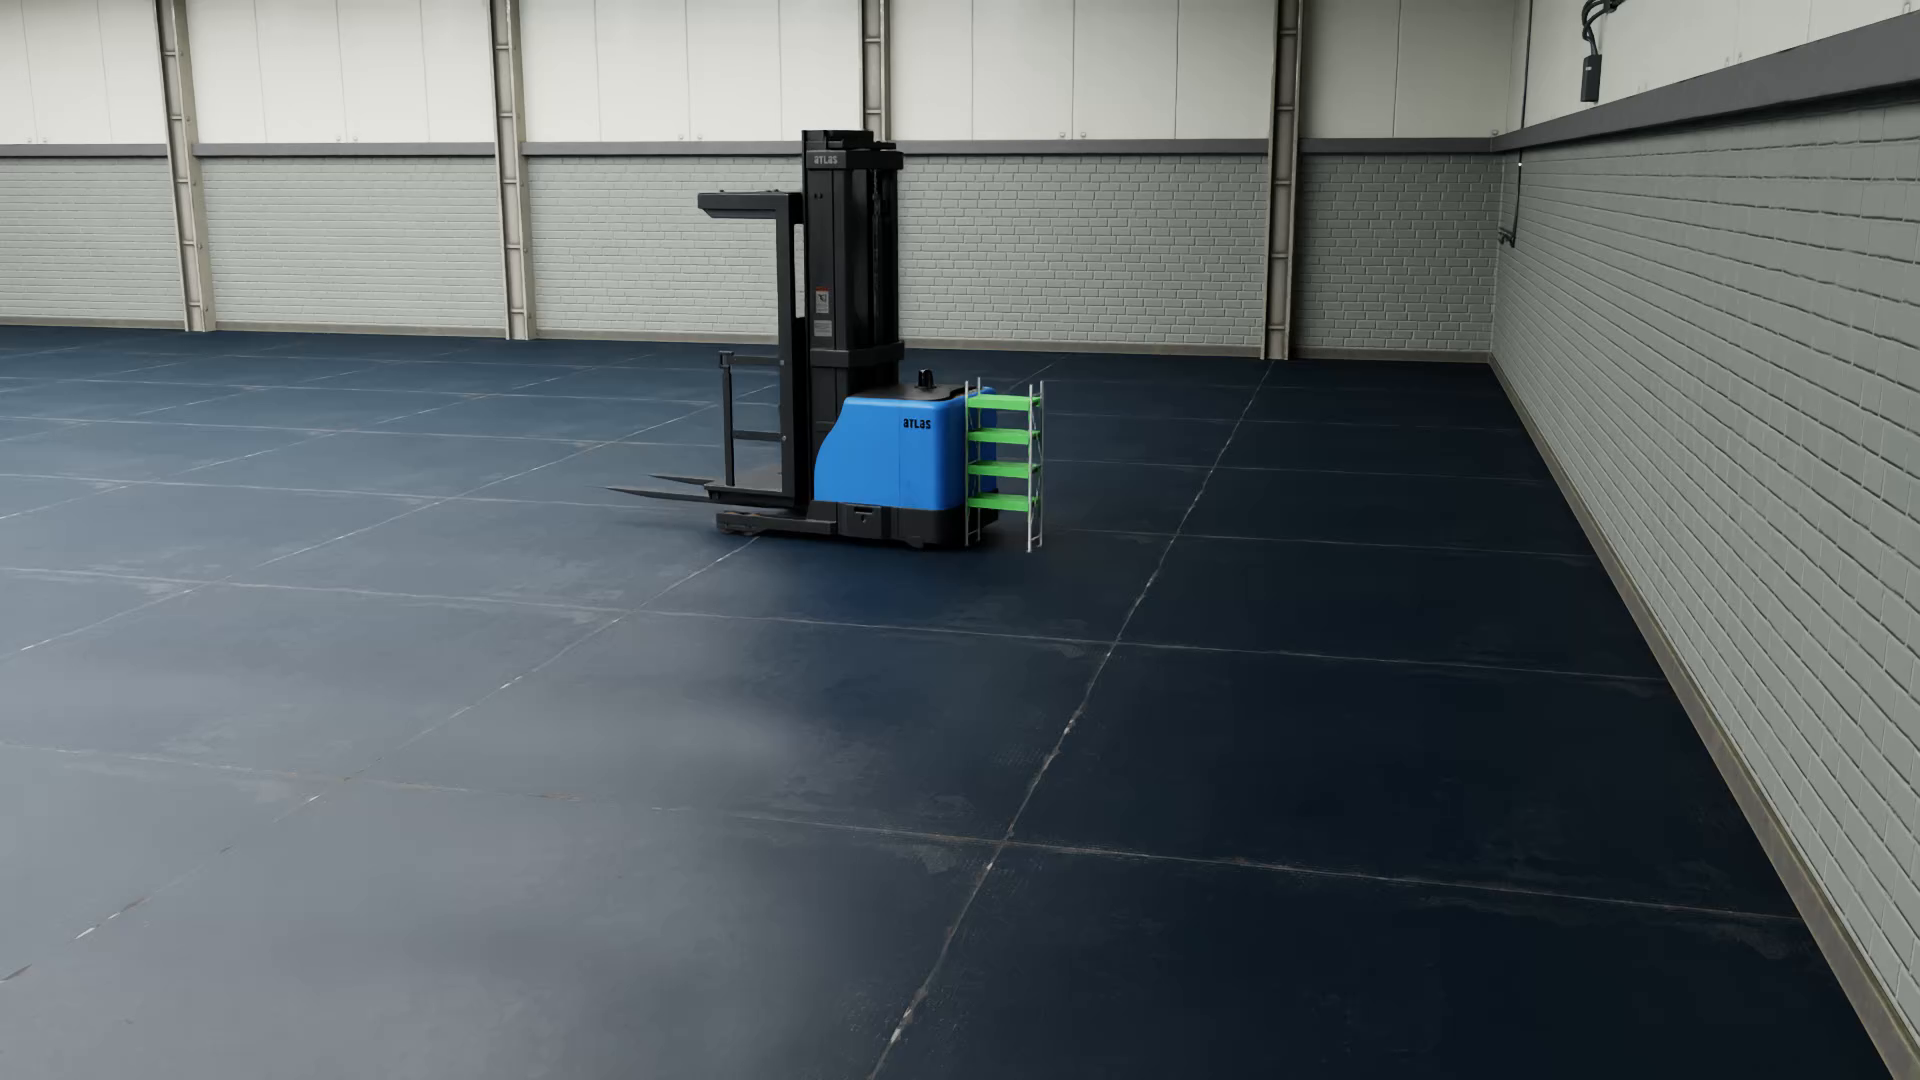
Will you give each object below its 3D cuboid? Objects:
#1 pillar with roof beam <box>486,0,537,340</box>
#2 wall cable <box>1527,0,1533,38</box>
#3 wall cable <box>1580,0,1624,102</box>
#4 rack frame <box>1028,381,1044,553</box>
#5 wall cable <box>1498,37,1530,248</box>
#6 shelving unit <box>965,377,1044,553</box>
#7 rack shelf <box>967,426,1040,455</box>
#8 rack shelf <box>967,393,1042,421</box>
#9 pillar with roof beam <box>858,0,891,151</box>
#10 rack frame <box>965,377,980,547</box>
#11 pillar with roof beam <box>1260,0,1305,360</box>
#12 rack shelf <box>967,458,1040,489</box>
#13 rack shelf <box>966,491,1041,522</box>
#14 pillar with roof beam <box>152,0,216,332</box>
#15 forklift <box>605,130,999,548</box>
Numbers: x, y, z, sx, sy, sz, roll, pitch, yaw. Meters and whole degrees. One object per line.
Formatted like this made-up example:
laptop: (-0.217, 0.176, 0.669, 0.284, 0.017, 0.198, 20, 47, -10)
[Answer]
pillar with roof beam: (-8.119, -6.741, 21.842, 0.400, 9.000, 9.100, 3, 13, 14)
wall cable: (6.458, -6.973, 18.398, 0.112, 2.526, 3.097, 3, 13, 14)
wall cable: (4.816, -6.257, 11.810, 0.169, 6.003, 2.305, 3, 13, 14)
rack frame: (0.540, -0.519, 11.801, 0.015, 1.200, 0.240, 5, 14, 23)
wall cable: (7.106, -5.077, 21.509, 0.112, 2.526, 3.097, 3, 13, 14)
shelving unit: (0.316, -0.540, 11.896, 0.503, 1.200, 0.258, 5, 14, 23)
rack shelf: (0.316, -0.711, 11.857, 0.480, 0.148, 0.258, 5, 14, 23)
rack shelf: (0.316, -0.946, 11.805, 0.480, 0.148, 0.258, 5, 14, 23)
pillar with roof beam: (-2.294, -6.430, 20.438, 0.400, 9.000, 9.100, 3, 13, 14)
rack frame: (0.092, -0.561, 11.990, 0.015, 1.200, 0.240, 5, 14, 23)
pillar with roof beam: (3.531, -6.118, 19.035, 0.400, 9.000, 9.100, 3, 13, 14)
rack shelf: (0.316, -0.477, 11.909, 0.480, 0.148, 0.258, 5, 14, 23)
rack shelf: (0.316, -0.243, 11.961, 0.480, 0.148, 0.258, 5, 14, 23)
pillar with roof beam: (-13.944, -7.052, 23.245, 0.400, 9.000, 9.100, 3, 13, 14)
forklift: (-1.273, -1.560, 12.498, 3.031, 2.935, 1.130, 5, 14, 23)
